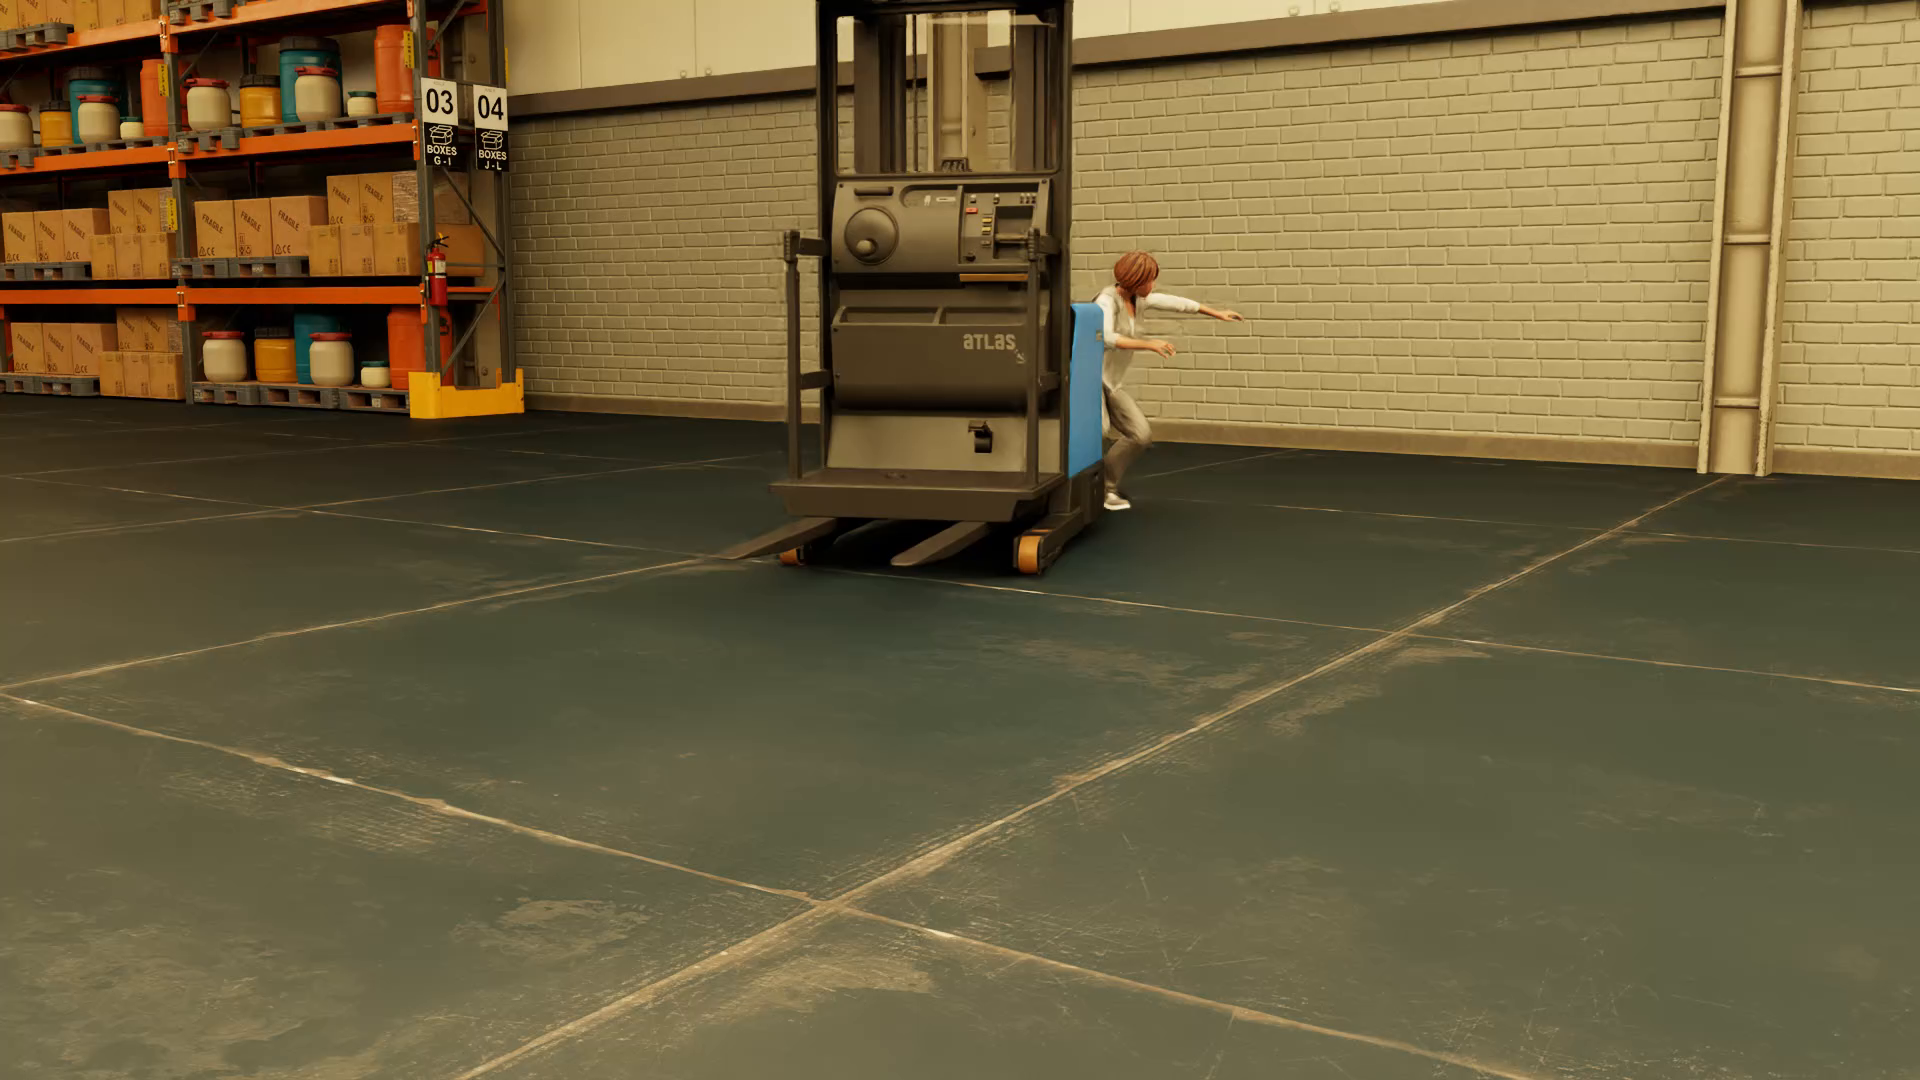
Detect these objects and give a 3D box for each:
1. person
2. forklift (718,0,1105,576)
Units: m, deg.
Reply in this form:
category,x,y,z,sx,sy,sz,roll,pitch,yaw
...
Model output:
category,x,y,z,sx,sy,sz,roll,pitch,yaw
person,0.866,-0.801,8.521,0.723,1.332,1.309,6,10,38
forklift,-0.133,-1.366,6.802,1.130,2.935,3.031,2,8,14
